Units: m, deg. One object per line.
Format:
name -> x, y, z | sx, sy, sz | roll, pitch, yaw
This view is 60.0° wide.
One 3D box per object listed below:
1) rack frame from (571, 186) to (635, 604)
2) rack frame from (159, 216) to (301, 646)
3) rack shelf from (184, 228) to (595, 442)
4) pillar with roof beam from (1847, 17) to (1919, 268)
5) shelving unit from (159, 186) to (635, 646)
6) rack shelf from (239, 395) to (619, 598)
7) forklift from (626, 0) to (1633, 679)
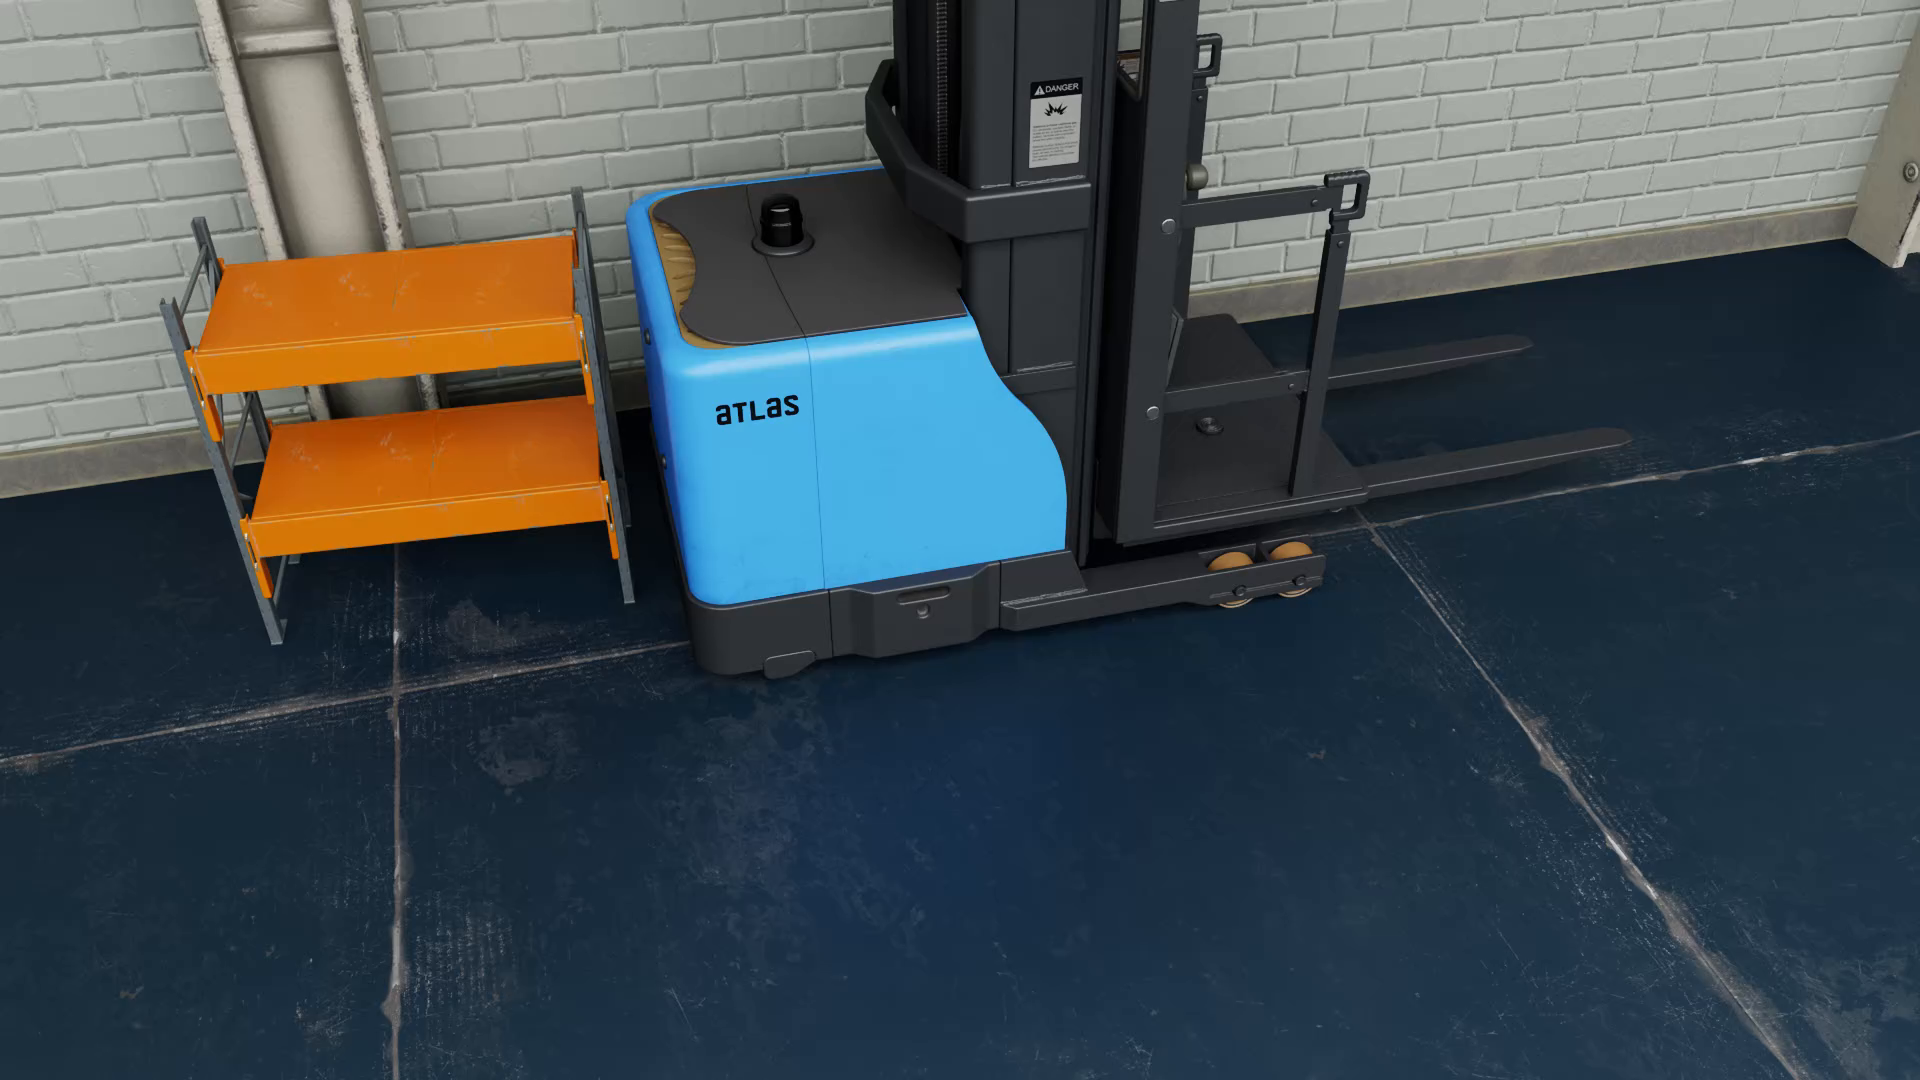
rack frame -> -1.039, -0.405, 4.853 | 0.032, 1.125, 0.500 | -7, 38, -8
rack frame -> -2.038, -0.290, 4.703 | 0.032, 1.125, 0.500 | -7, 38, -8
rack shelf -> -1.539, -0.580, 4.600 | 1.000, 0.278, 0.538 | -7, 38, -8
pillar with roof beam -> 5.017, -2.263, 0.802 | 0.400, 9.000, 9.100 | -9, 38, -12
shelving unit -> -1.539, -0.347, 4.778 | 1.048, 1.125, 0.538 | -7, 38, -8
rack shelf -> -1.539, -0.153, 4.927 | 1.000, 0.278, 0.538 | -7, 38, -8
forklift -> 0.601, -1.263, 4.488 | 3.031, 2.935, 1.130 | -9, 38, -12
